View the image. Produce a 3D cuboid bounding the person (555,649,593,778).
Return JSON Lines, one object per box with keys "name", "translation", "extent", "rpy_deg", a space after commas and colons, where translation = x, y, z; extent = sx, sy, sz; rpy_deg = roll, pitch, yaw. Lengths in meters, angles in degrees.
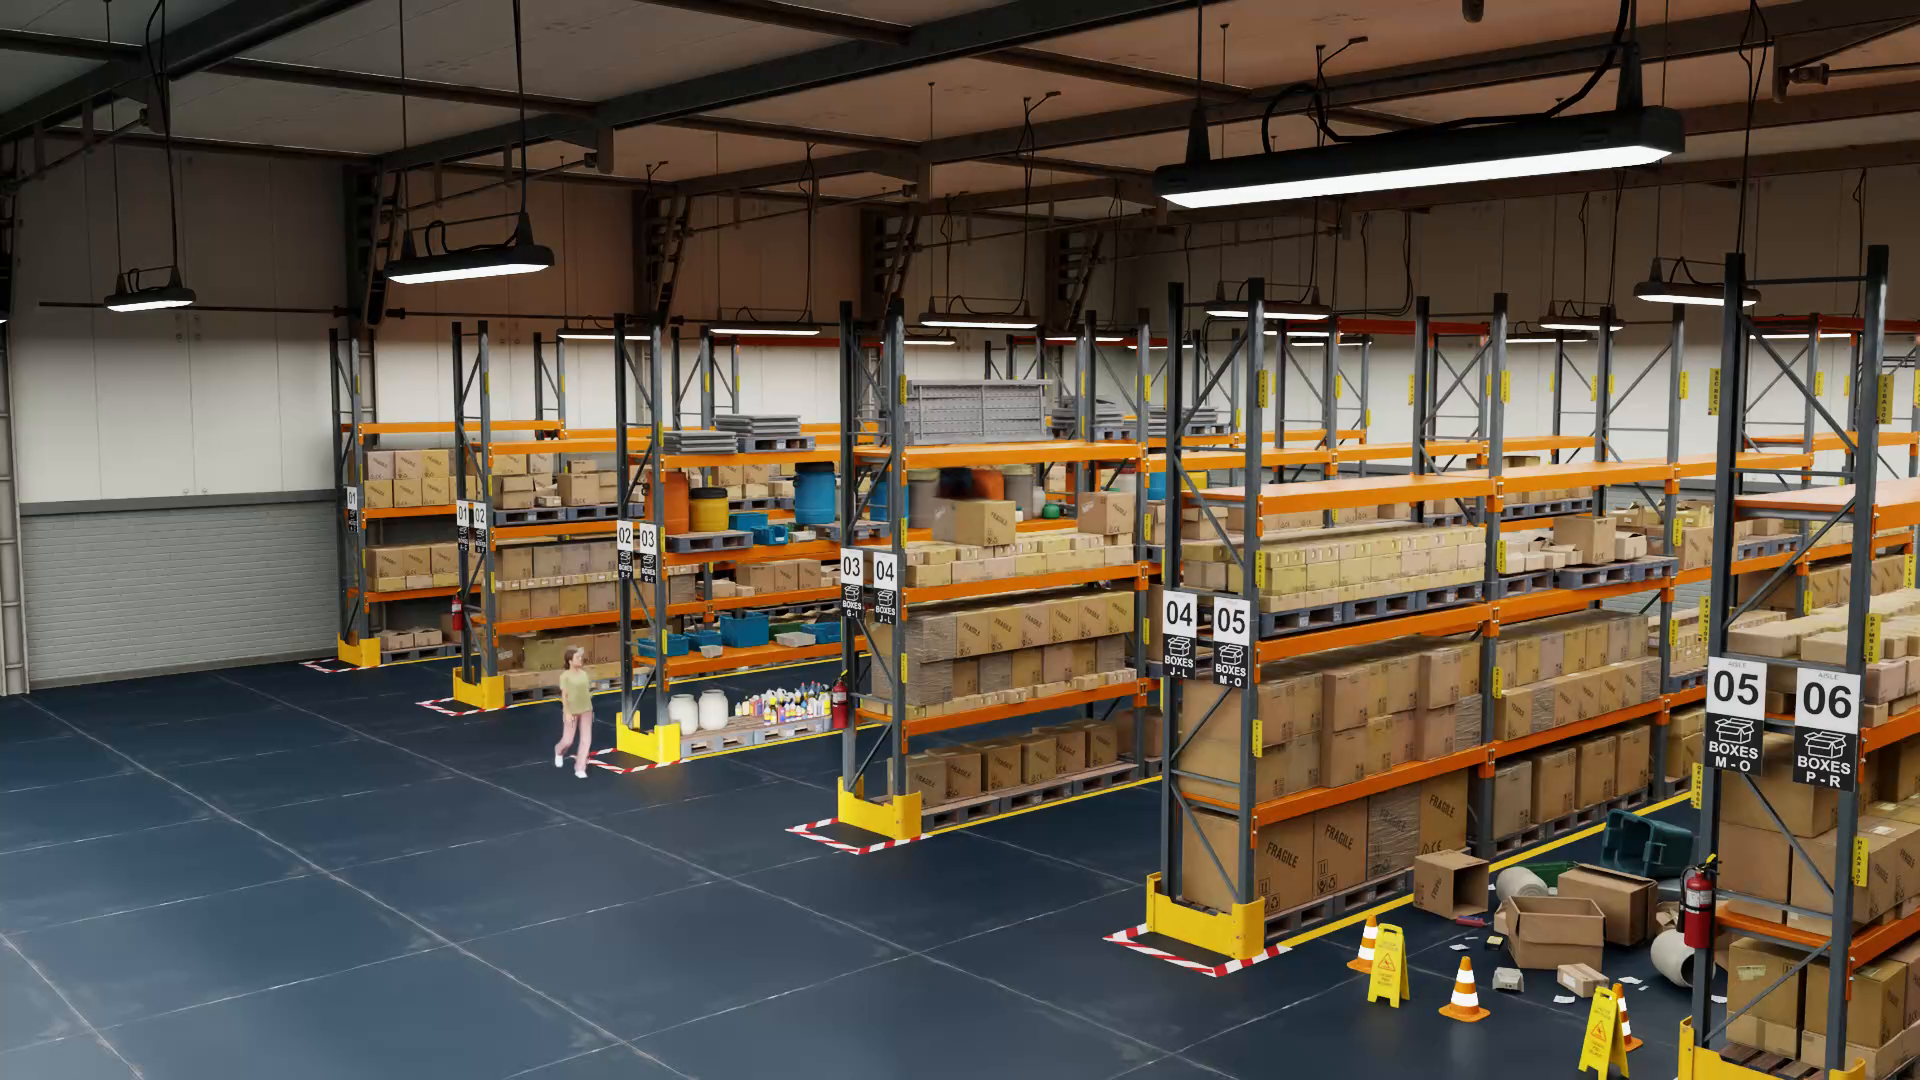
{"name": "person", "translation": [-4.962, 2.220, 21.532], "extent": [0.454, 1.619, 0.757], "rpy_deg": [-3, 6, -28]}
